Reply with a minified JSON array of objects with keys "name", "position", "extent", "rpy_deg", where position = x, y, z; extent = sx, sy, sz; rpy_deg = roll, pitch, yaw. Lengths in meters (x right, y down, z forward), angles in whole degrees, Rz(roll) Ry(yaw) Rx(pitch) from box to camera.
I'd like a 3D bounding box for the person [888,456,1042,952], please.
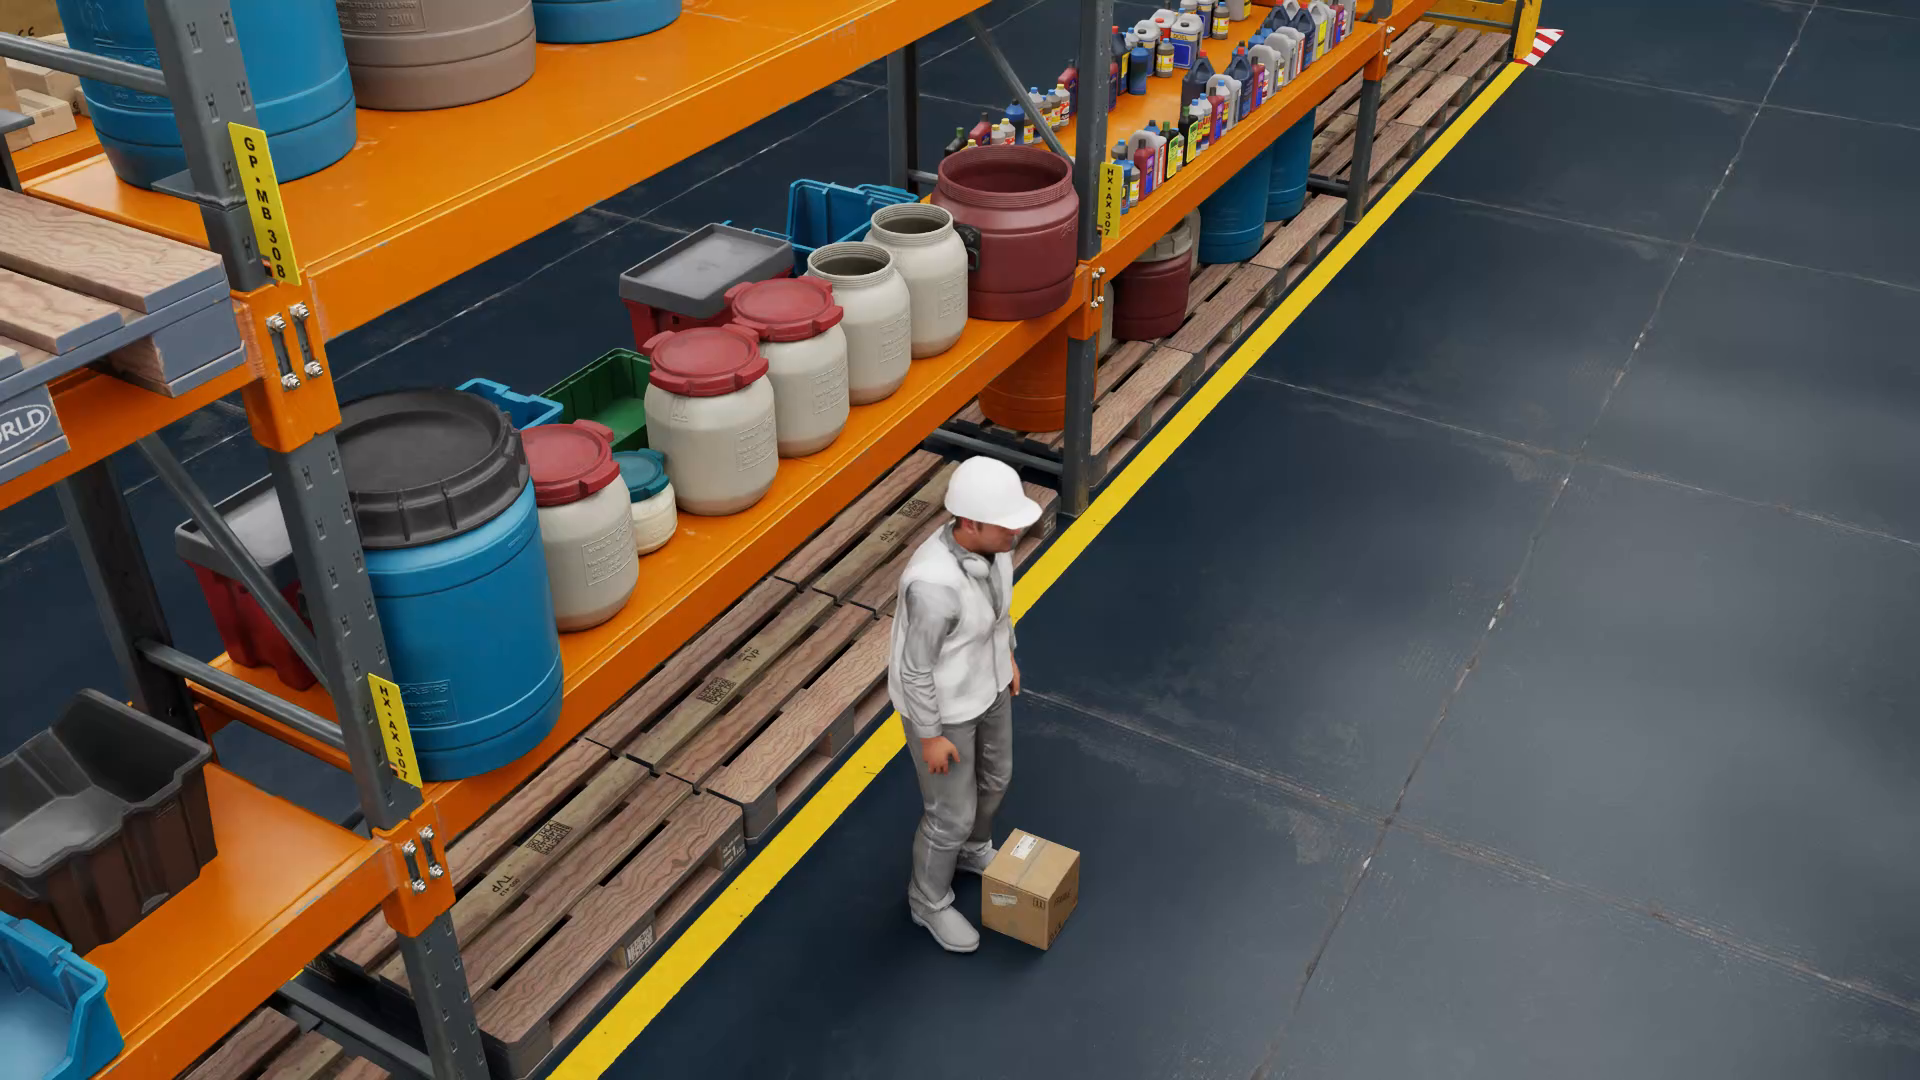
[{"name":"person","position":[0.016,0.499,5.376],"extent":[0.464,1.771,0.581],"rpy_deg":[18,38,24]}]
